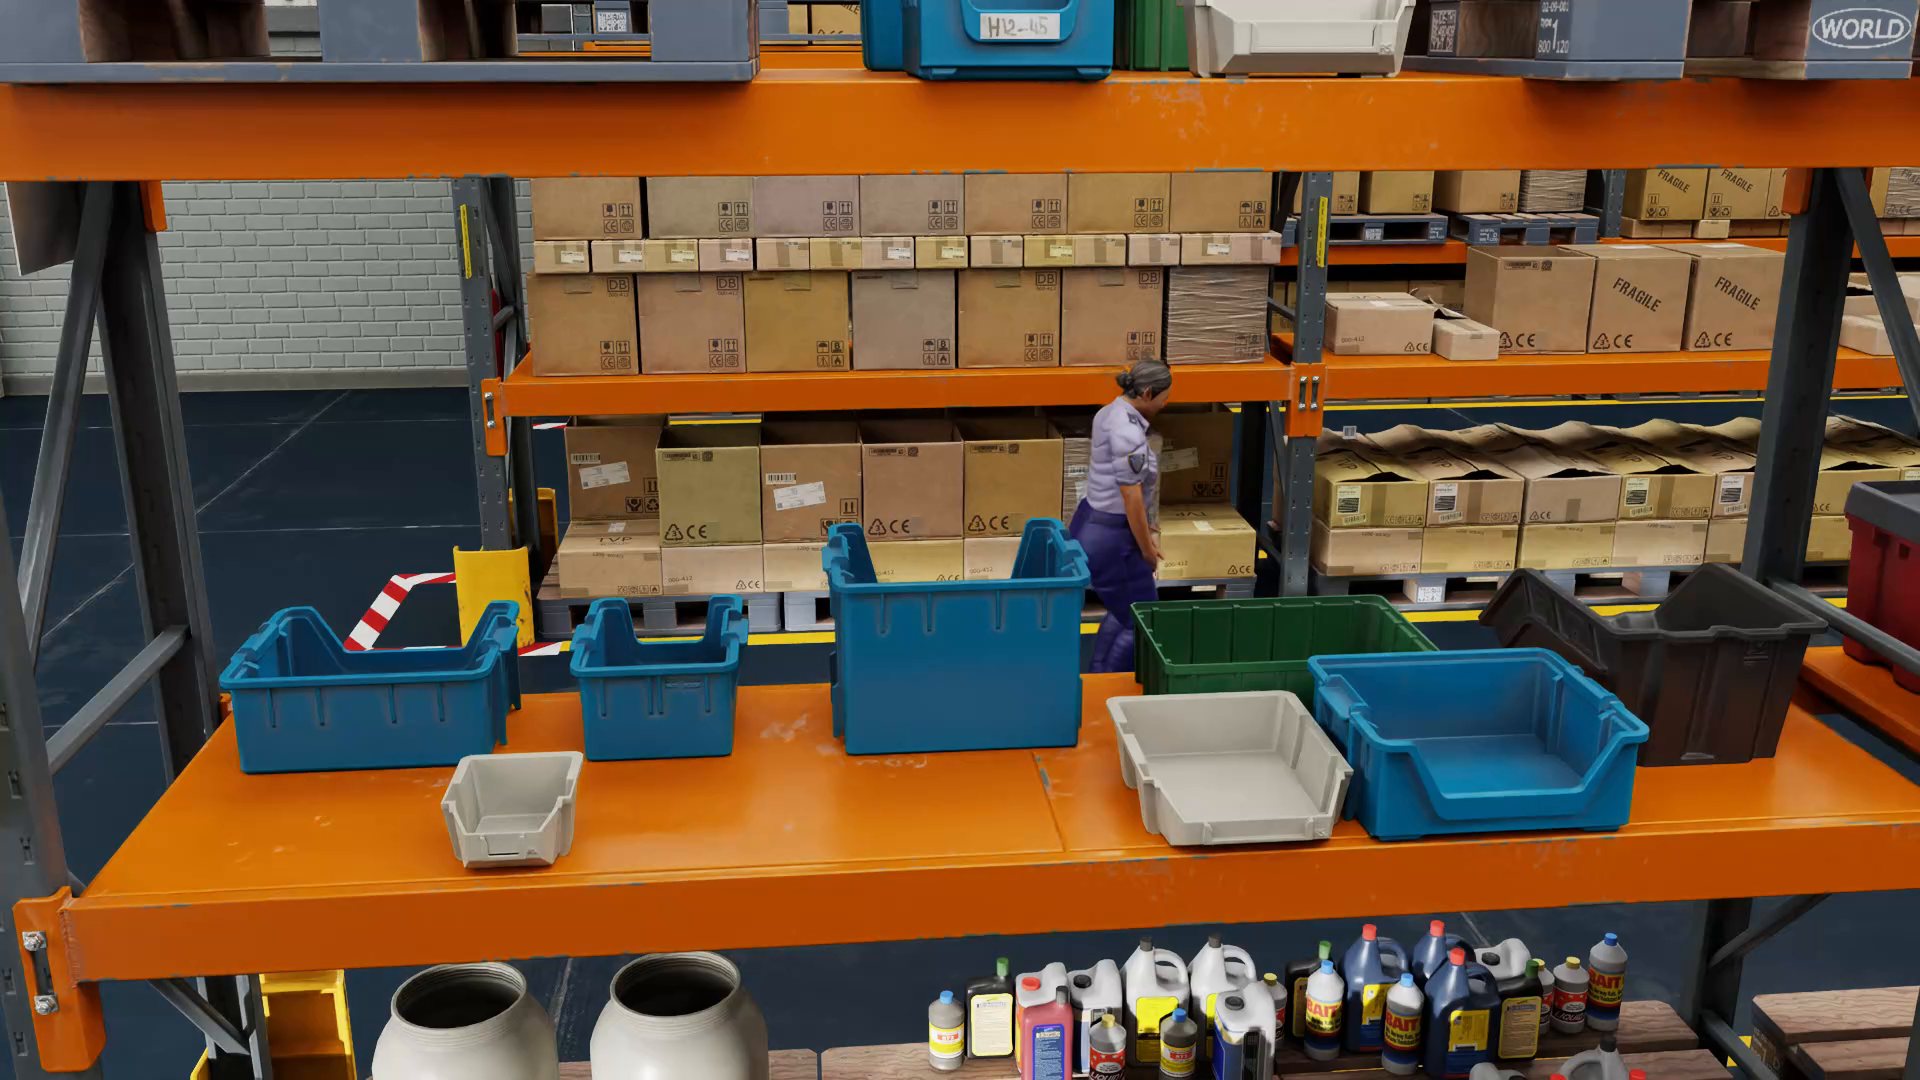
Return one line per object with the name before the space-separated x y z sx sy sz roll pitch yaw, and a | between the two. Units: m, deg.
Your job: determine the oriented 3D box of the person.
person | 0.883 0.449 7.280 0.765 0.814 0.511 -2 17 -6
